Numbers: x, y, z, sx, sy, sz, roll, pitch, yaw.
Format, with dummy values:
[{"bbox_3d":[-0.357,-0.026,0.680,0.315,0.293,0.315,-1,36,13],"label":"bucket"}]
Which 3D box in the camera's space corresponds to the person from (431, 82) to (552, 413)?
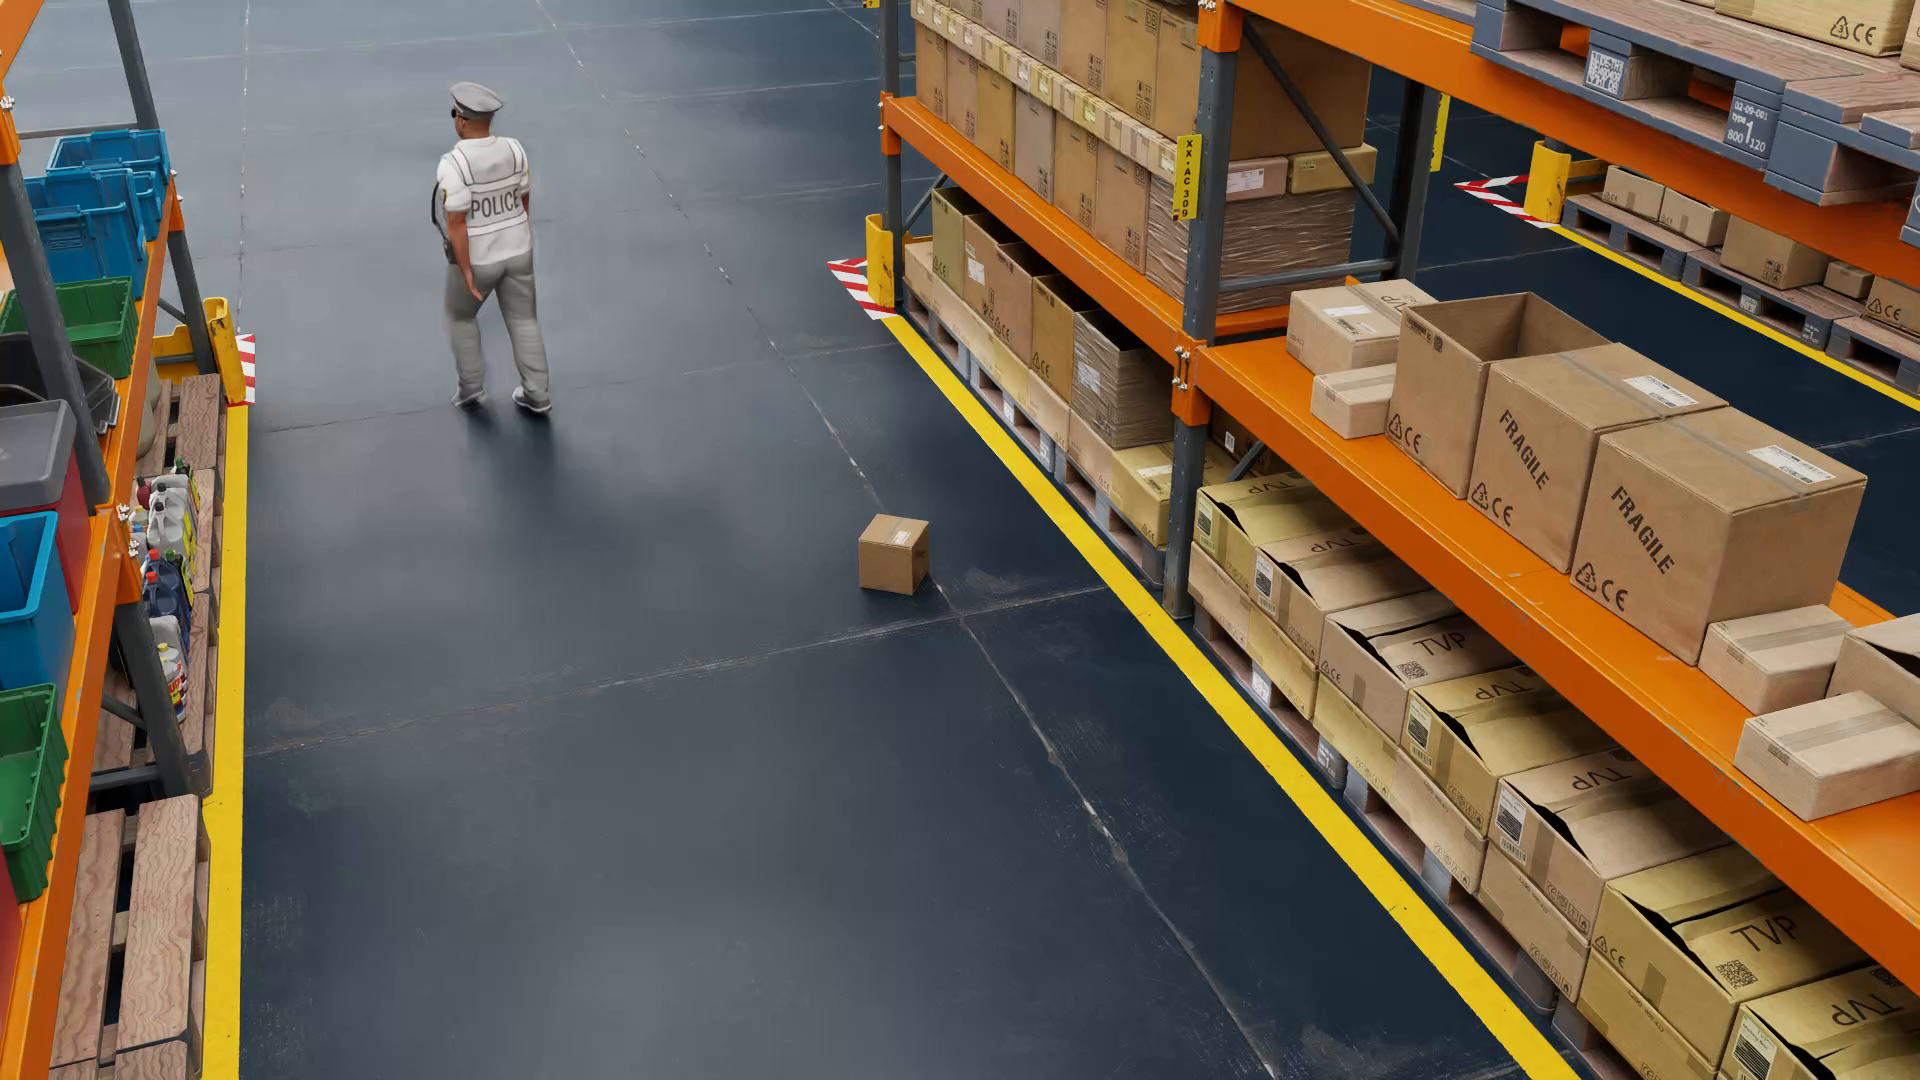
[{"bbox_3d":[-2.501,-1.496,8.773,0.533,1.846,0.652,-25,38,-37],"label":"person"}]
